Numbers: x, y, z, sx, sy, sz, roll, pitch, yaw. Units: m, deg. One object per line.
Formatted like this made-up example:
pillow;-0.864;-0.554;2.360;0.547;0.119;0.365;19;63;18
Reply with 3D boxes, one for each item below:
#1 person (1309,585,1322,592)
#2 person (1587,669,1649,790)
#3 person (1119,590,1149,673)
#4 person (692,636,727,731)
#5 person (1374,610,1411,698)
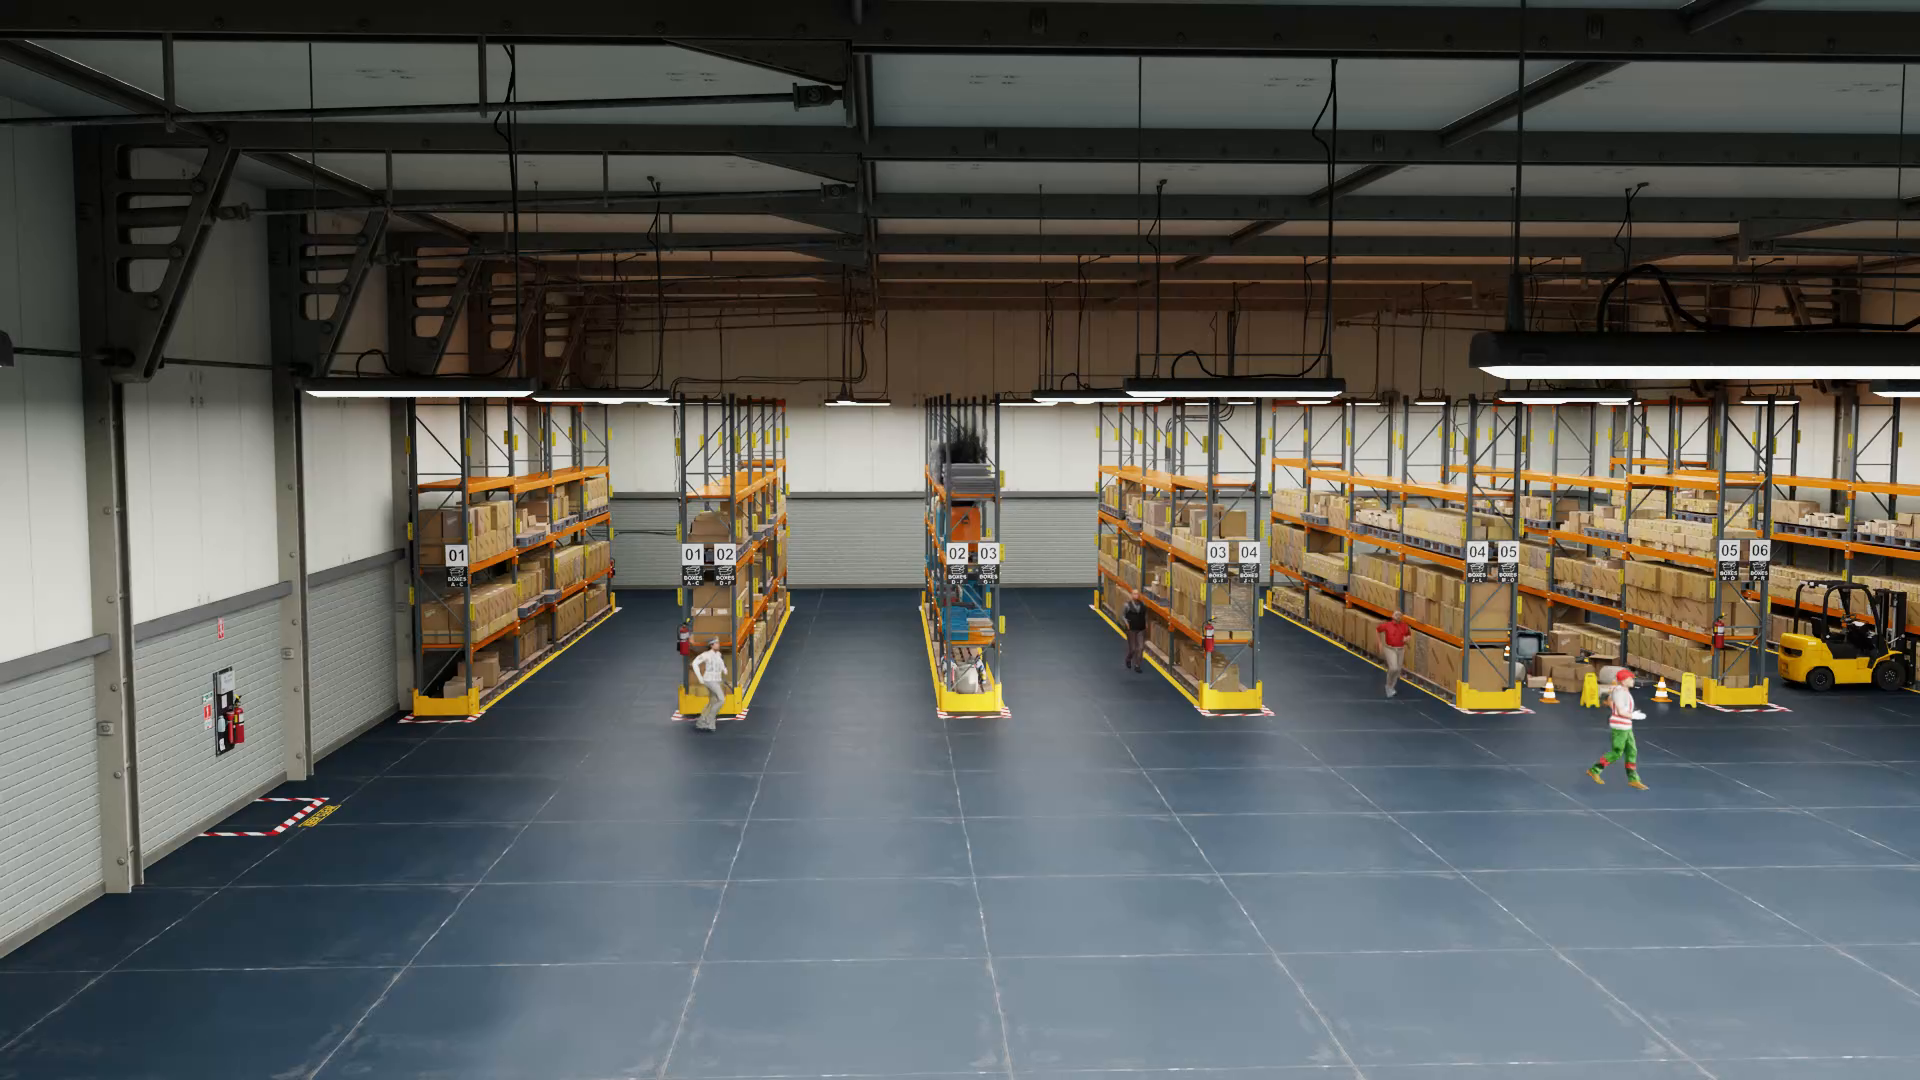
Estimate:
person;10.480;0.966;49.197;0.519;1.742;0.653;0;5;3
person;9.939;2.835;25.051;0.883;1.793;0.682;2;5;26
person;3.631;1.877;34.436;0.663;1.709;0.679;-1;5;-12
person;-4.406;2.547;29.690;0.620;1.677;0.604;2;5;20
person;8.655;2.262;33.046;0.646;1.757;0.677;-1;5;-12
